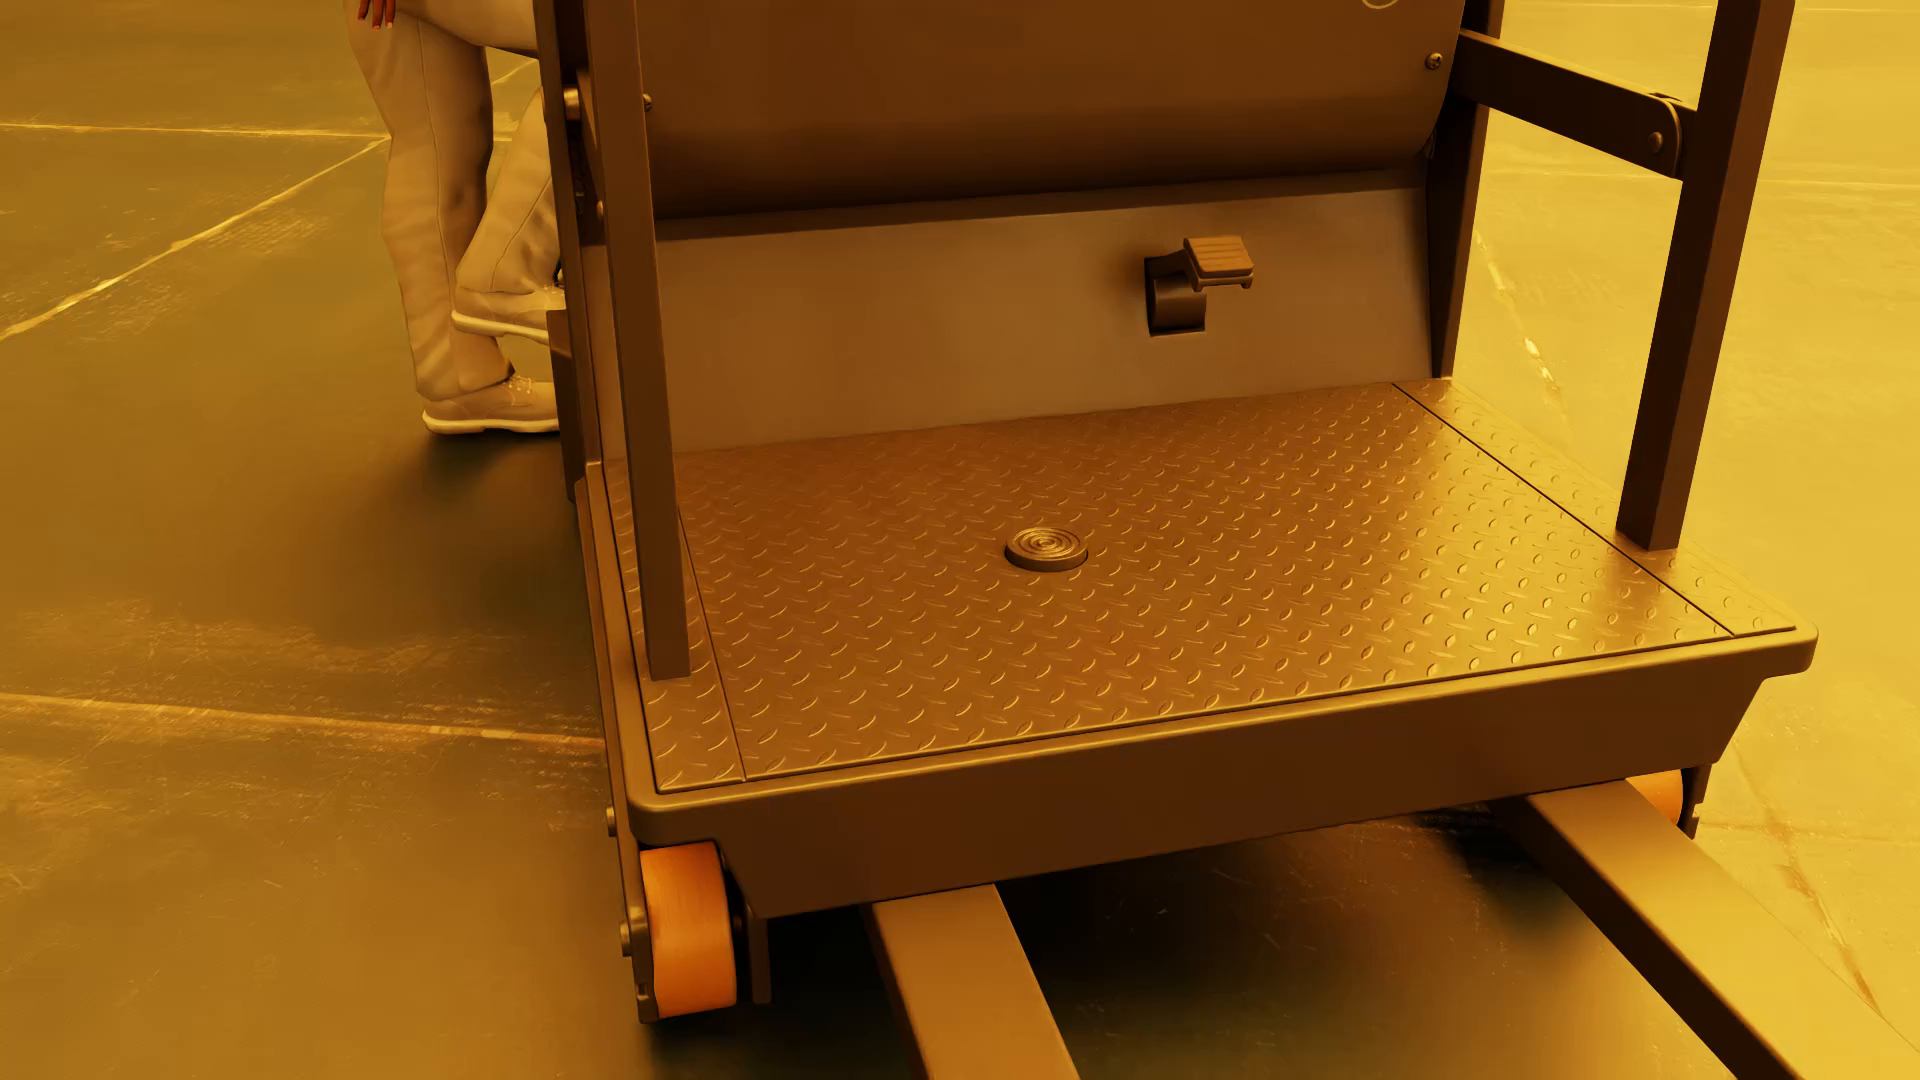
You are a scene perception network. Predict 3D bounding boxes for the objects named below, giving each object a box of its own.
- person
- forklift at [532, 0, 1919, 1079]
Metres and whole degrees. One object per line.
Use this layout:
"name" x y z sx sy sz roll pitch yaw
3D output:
"person" -0.729 -0.936 2.475 0.567 1.680 0.572 -3 27 -6
"forklift" 0.153 -1.049 1.319 1.130 2.935 3.031 -7 27 -13
